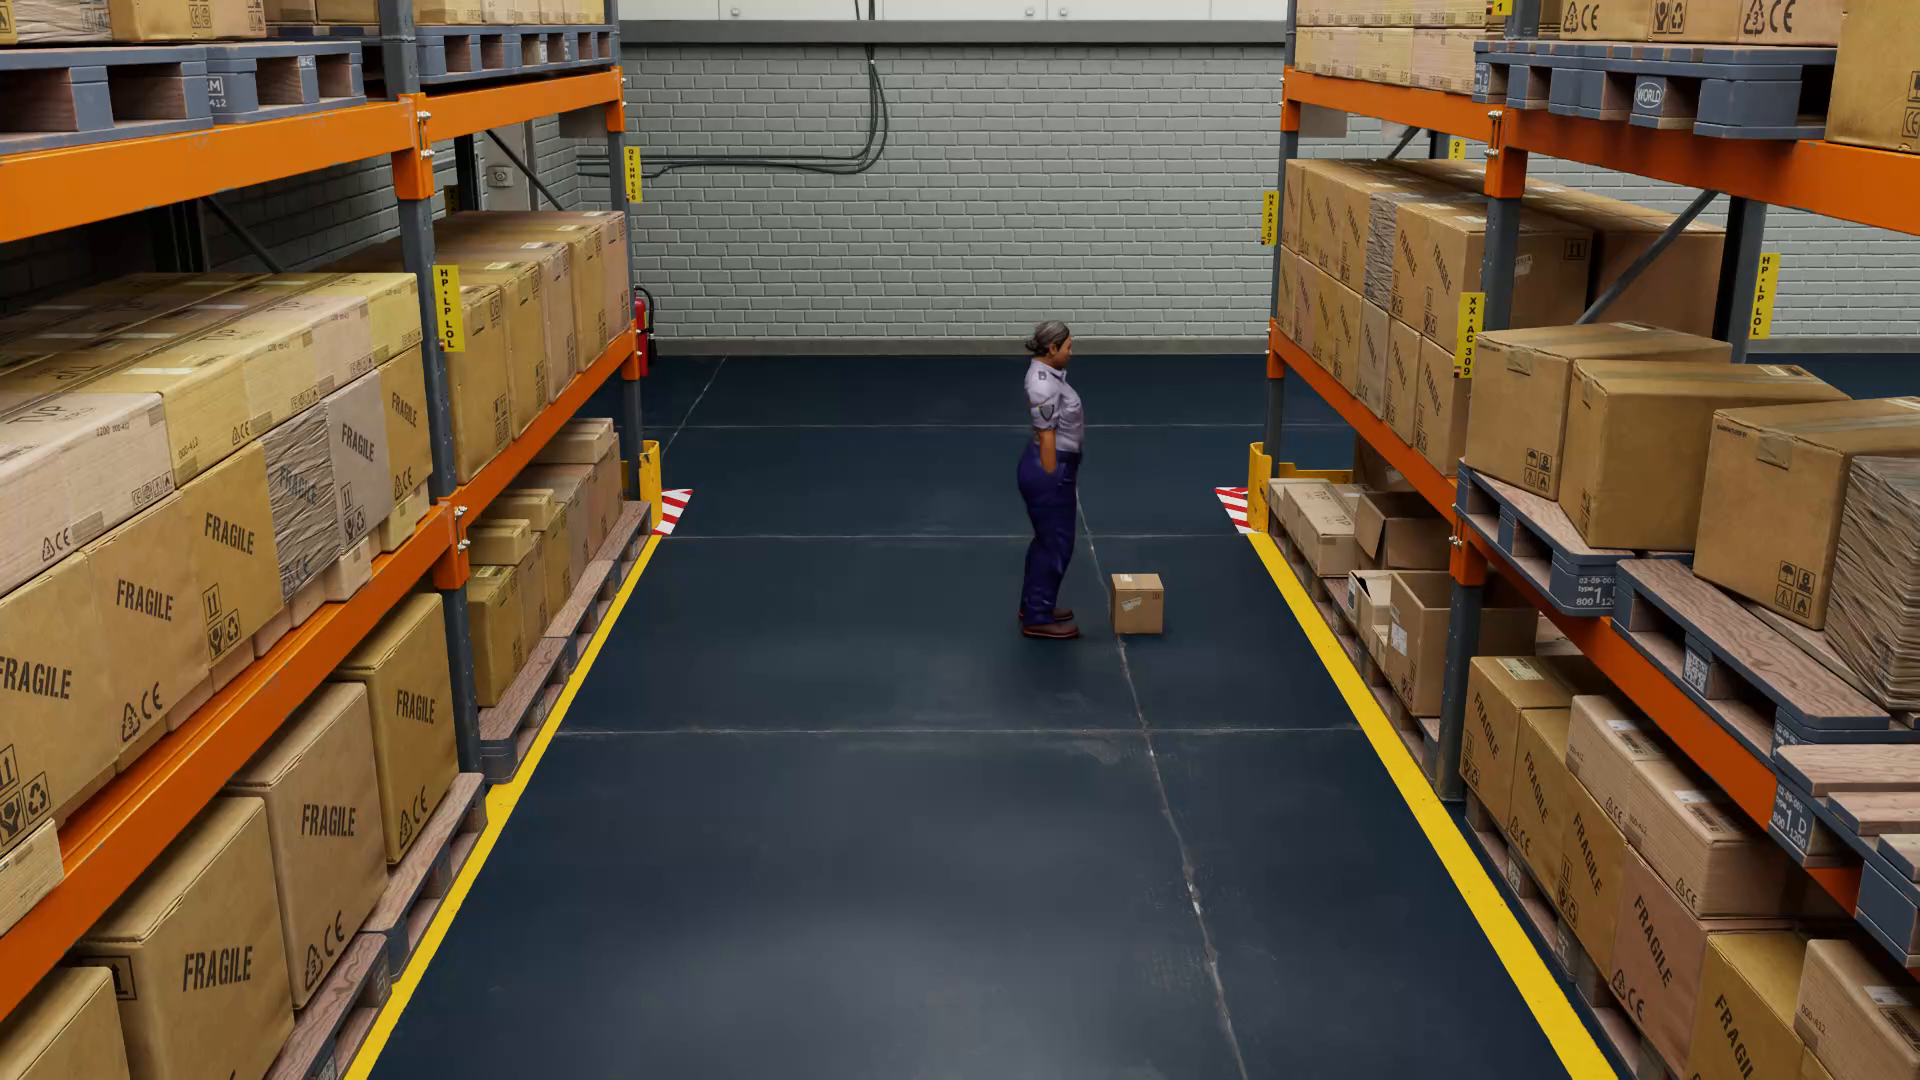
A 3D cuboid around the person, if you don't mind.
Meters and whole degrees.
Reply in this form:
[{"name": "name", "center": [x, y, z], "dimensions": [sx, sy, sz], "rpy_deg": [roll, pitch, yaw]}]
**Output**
[{"name": "person", "center": [0.467, -0.328, 8.641], "dimensions": [0.341, 1.642, 0.470], "rpy_deg": [0, 17, 0]}]
